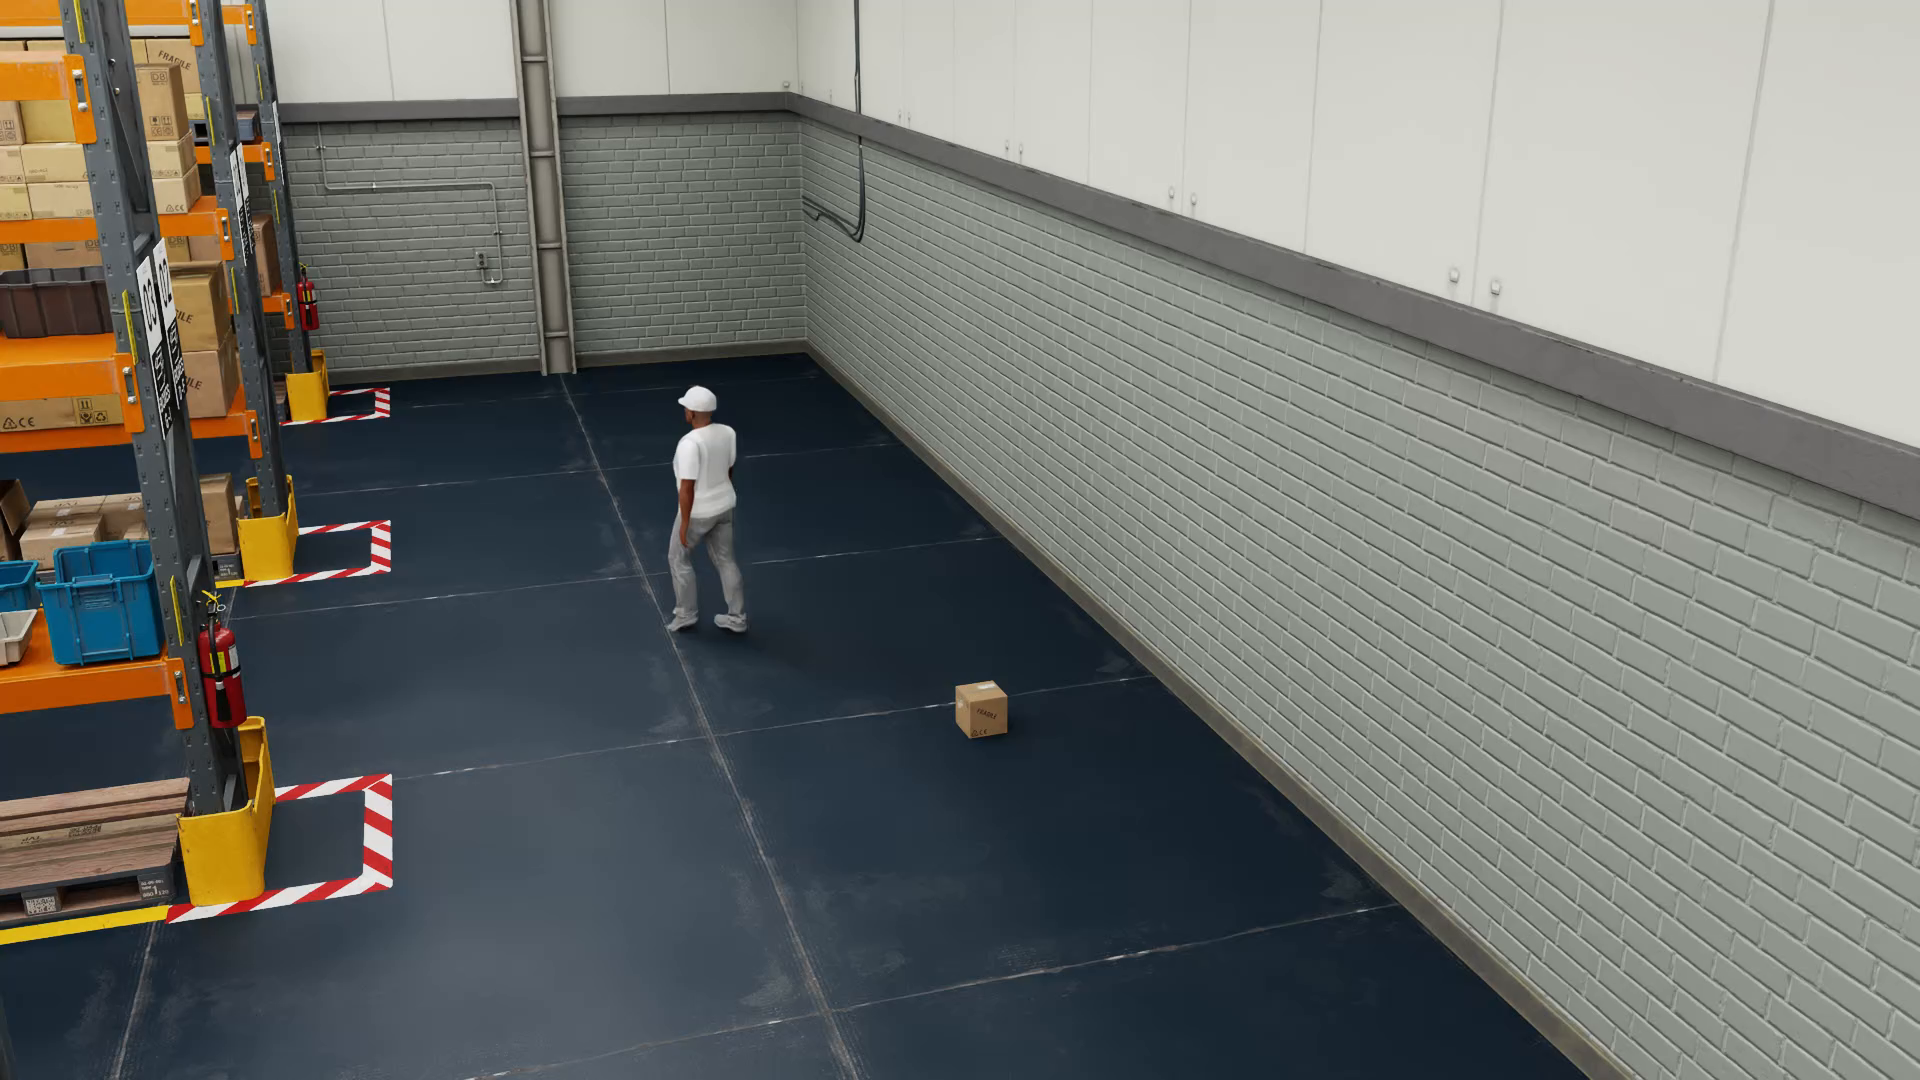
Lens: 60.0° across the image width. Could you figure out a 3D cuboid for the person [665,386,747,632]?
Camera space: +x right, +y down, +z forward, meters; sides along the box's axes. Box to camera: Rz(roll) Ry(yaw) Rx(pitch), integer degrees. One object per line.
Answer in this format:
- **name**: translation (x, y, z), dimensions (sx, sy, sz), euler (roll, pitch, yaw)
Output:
- **person**: translation (-1.792, -0.177, 11.591), dimensions (0.651, 1.826, 0.620), euler (13, 23, 34)
